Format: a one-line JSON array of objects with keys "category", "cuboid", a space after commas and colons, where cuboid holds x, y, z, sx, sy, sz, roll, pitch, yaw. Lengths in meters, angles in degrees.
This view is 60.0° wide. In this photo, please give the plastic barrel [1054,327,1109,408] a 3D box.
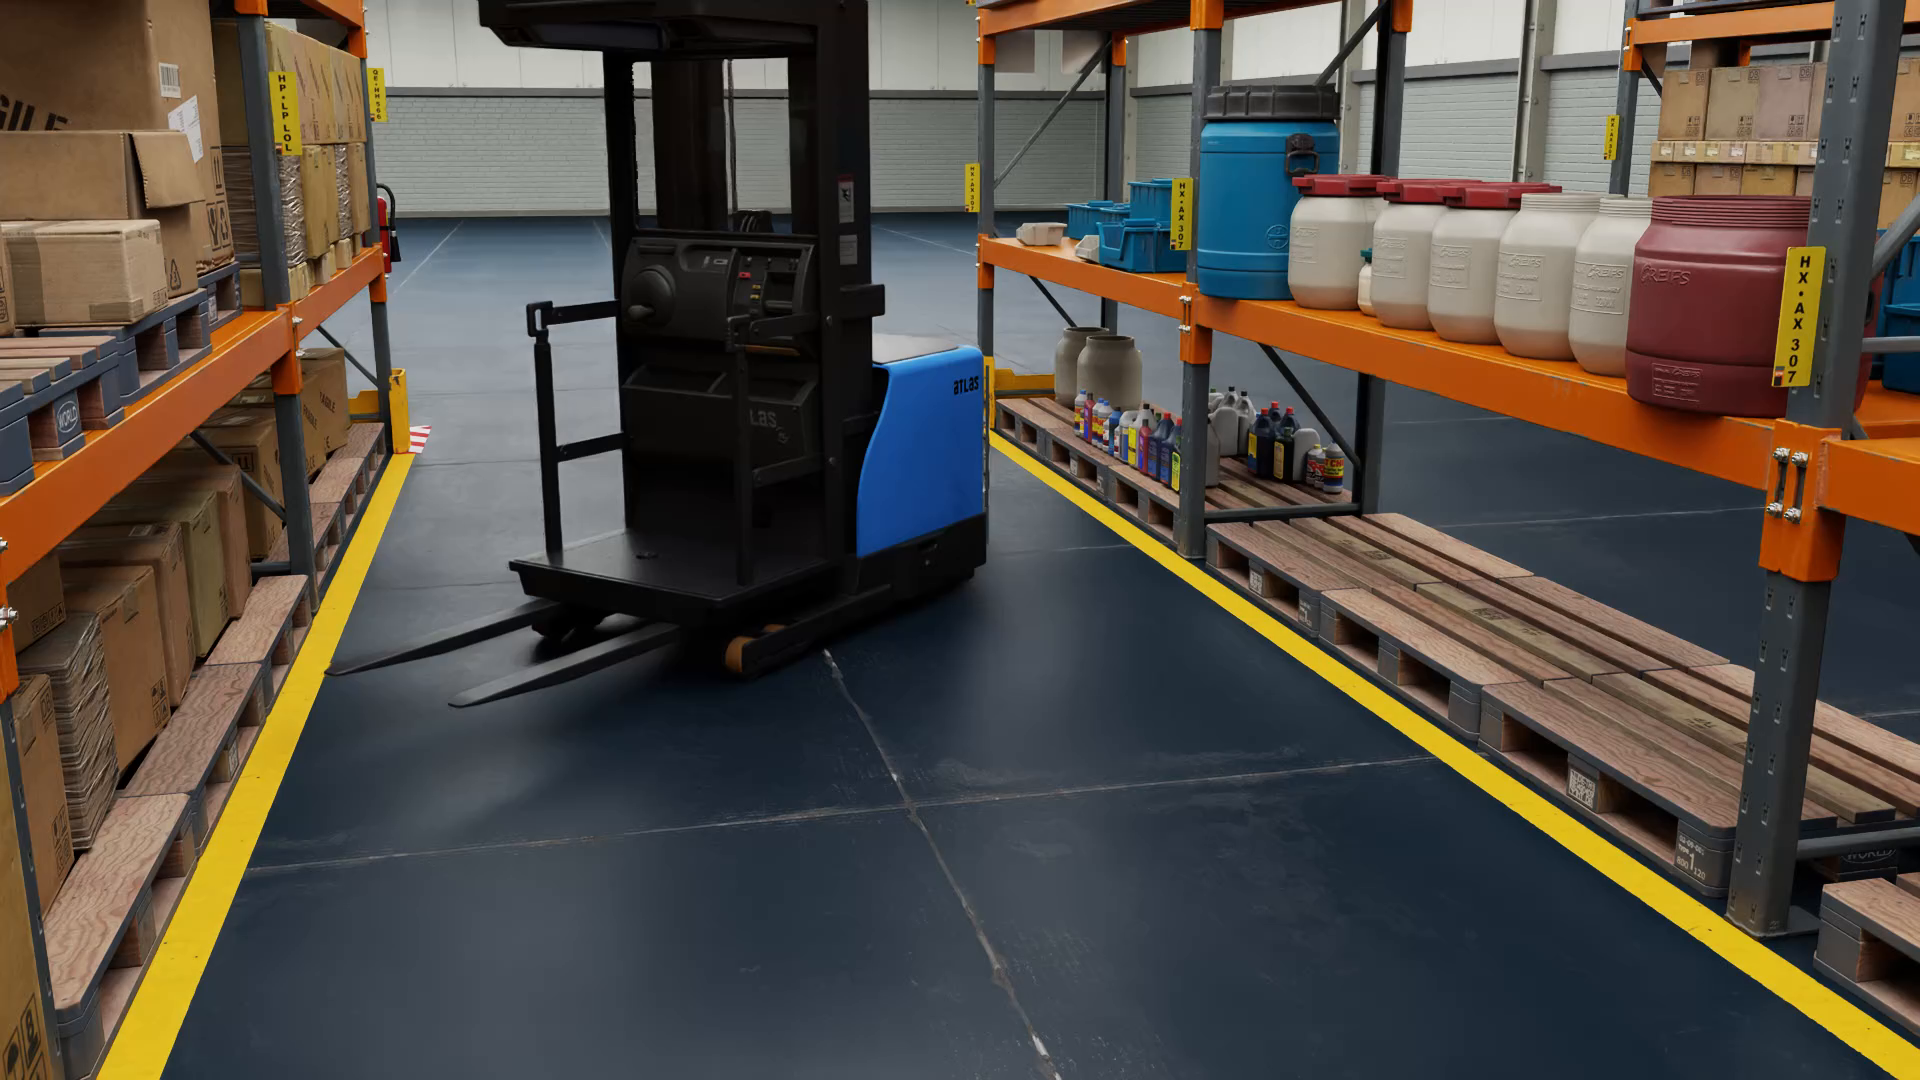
[{"category": "plastic barrel", "cuboid": [0.851, -1.169, 11.249, 0.421, 0.512, 0.421, 0, 14, 0]}]

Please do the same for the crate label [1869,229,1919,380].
[{"category": "crate label", "cuboid": [2.531, -0.737, 5.049, 0.502, 0.435, 0.616, -3, 14, -13]}]

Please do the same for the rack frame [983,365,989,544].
[{"category": "rack frame", "cuboid": [0.026, -0.412, 8.217, 0.240, 0.900, 0.006, -3, 14, -13]}]

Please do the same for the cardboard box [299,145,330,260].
[{"category": "cardboard box", "cuboid": [-3.382, -1.540, 7.572, 0.875, 0.500, 0.500, -3, 14, -13]}]

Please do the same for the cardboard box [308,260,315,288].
[{"category": "cardboard box", "cuboid": [-3.210, -1.238, 7.704, 0.380, 0.149, 0.250, -3, 14, -13]}]

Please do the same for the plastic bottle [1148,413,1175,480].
[{"category": "plastic bottle", "cuboid": [1.085, -0.502, 8.816, 0.144, 0.351, 0.185, -4, 14, -16]}]

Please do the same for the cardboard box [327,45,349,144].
[{"category": "cardboard box", "cuboid": [-3.585, -2.380, 8.905, 0.500, 0.500, 0.500, -3, 14, -13]}]

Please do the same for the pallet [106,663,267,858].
[{"category": "pallet", "cuboid": [-2.778, 0.694, 5.142, 1.003, 0.211, 1.213, -3, 14, -13]}]

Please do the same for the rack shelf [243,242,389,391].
[{"category": "rack shelf", "cuboid": [-3.722, -1.234, 8.674, 1.077, 0.370, 4.000, -3, 14, -13]}]

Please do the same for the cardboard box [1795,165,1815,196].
[{"category": "cardboard box", "cuboid": [5.901, -2.179, 10.817, 0.700, 0.500, 0.500, -3, 14, -11]}]

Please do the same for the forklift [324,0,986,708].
[{"category": "forklift", "cuboid": [-1.083, -1.022, 6.433, 1.130, 2.935, 3.031, 8, 16, 31]}]

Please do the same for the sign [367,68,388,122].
[{"category": "sign", "cuboid": [-3.648, -2.787, 10.410, 0.100, 0.325, 0.005, -3, 14, -13]}]

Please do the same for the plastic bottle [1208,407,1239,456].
[{"category": "plastic bottle", "cuboid": [1.493, -0.626, 9.480, 0.152, 0.276, 0.135, -3, 14, -13]}]

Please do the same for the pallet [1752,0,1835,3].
[{"category": "pallet", "cuboid": [5.869, -3.564, 10.561, 1.003, 0.211, 1.213, -3, 14, -13]}]

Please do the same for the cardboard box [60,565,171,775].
[{"category": "cardboard box", "cuboid": [-2.773, 0.390, 4.850, 0.700, 0.500, 0.500, -2, 14, -8]}]

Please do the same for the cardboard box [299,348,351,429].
[{"category": "cardboard box", "cuboid": [-4.062, -0.890, 10.131, 0.500, 0.500, 0.500, -1, 14, -3]}]

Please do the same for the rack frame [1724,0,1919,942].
[{"category": "rack frame", "cuboid": [2.501, -0.476, 4.053, 1.000, 3.000, 0.127, -3, 14, -13]}]

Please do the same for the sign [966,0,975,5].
[{"category": "sign", "cuboid": [0.086, -3.753, 11.129, 0.100, 0.325, 0.005, -3, 14, -13]}]

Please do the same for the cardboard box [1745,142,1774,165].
[{"category": "cardboard box", "cuboid": [5.565, -2.619, 11.251, 0.380, 0.149, 0.250, -4, 14, -15]}]

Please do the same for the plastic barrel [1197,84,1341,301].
[{"category": "plastic barrel", "cuboid": [1.358, -1.536, 7.337, 0.600, 0.901, 0.708, -3, 14, -13]}]

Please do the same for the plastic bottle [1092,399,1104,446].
[{"category": "plastic bottle", "cuboid": [0.826, -0.695, 9.772, 0.097, 0.271, 0.097, 0, 14, 0]}]

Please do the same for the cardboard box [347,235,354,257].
[{"category": "cardboard box", "cuboid": [-3.714, -1.698, 9.585, 0.380, 0.149, 0.250, -3, 14, -13]}]

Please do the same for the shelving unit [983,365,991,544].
[{"category": "shelving unit", "cuboid": [0.002, -0.435, 8.313, 0.258, 0.900, 0.210, -3, 14, -13]}]

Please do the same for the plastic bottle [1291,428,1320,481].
[{"category": "plastic bottle", "cuboid": [1.810, -0.460, 8.801, 0.152, 0.276, 0.135, -3, 14, -11]}]

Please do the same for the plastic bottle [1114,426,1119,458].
[{"category": "plastic bottle", "cuboid": [0.921, -0.567, 9.398, 0.097, 0.201, 0.097, 0, 14, 0]}]

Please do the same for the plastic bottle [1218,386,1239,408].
[{"category": "plastic bottle", "cuboid": [1.588, -0.719, 9.705, 0.144, 0.351, 0.185, -3, 14, -11]}]

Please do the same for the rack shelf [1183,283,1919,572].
[{"category": "rack shelf", "cuboid": [2.031, -0.587, 6.027, 1.077, 0.370, 4.000, -3, 14, -13]}]

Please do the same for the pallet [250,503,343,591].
[{"category": "pallet", "cuboid": [-3.445, 0.079, 7.657, 1.003, 0.211, 1.213, -3, 14, -13]}]

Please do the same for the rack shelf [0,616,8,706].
[{"category": "rack shelf", "cuboid": [-1.844, 0.611, 1.120, 1.077, 0.370, 4.000, -3, 14, -13]}]

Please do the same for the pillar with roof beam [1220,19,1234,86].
[{"category": "pillar with roof beam", "cuboid": [1.436, -10.971, 34.372, 9.100, 9.000, 0.400, -3, 14, -13]}]

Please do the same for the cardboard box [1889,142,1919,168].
[{"category": "cardboard box", "cuboid": [5.868, -2.323, 10.037, 0.380, 0.149, 0.250, -3, 14, -13]}]

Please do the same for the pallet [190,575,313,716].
[{"category": "pallet", "cuboid": [-3.068, 0.412, 6.296, 1.003, 0.211, 1.213, -3, 14, -13]}]

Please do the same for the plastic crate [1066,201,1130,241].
[{"category": "plastic crate", "cuboid": [1.031, -2.150, 11.221, 0.499, 0.251, 0.616, -3, 14, -13]}]

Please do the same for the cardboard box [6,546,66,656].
[{"category": "cardboard box", "cuboid": [-2.634, 0.162, 4.203, 0.500, 0.250, 0.500, -2, 14, -7]}]

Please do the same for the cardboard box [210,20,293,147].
[{"category": "cardboard box", "cuboid": [-3.111, -1.919, 7.017, 0.500, 0.500, 0.500, -3, 14, -13]}]

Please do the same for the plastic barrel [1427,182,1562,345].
[{"category": "plastic barrel", "cuboid": [1.847, -0.962, 5.759, 0.433, 0.535, 0.433, 0, 14, 0]}]

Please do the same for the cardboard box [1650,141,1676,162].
[{"category": "cardboard box", "cuboid": [5.321, -2.857, 12.225, 0.380, 0.149, 0.250, -3, 14, -14]}]

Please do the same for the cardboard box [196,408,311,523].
[{"category": "cardboard box", "cuboid": [-3.450, -0.338, 7.873, 0.500, 0.500, 0.500, 1, 14, 5]}]

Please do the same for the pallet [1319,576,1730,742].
[{"category": "pallet", "cuboid": [2.074, 0.417, 6.274, 1.003, 0.211, 1.213, -3, 14, -13]}]

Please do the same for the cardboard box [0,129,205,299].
[{"category": "cardboard box", "cuboid": [-2.756, -0.982, 5.022, 0.797, 0.503, 0.637, -2, 14, -7]}]

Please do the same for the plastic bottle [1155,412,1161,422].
[{"category": "plastic bottle", "cuboid": [1.103, -0.555, 9.177, 0.061, 0.283, 0.133, -3, 14, -13]}]

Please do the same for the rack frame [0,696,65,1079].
[{"category": "rack frame", "cuboid": [-2.317, -0.199, 2.922, 0.949, 2.616, 0.053, -3, 14, -13]}]

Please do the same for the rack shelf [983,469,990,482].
[{"category": "rack shelf", "cuboid": [0.002, -0.315, 8.342, 0.258, 0.077, 0.200, -3, 14, -13]}]

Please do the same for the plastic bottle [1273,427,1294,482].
[{"category": "plastic bottle", "cuboid": [1.707, -0.457, 8.776, 0.061, 0.283, 0.133, -3, 14, -13]}]

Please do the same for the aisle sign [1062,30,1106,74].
[{"category": "aisle sign", "cuboid": [0.894, -3.617, 11.434, 0.394, 0.787, 0.004, -3, 14, -13]}]

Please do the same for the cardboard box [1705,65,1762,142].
[{"category": "cardboard box", "cuboid": [5.676, -3.033, 11.579, 0.700, 0.500, 0.500, -4, 14, -15]}]
